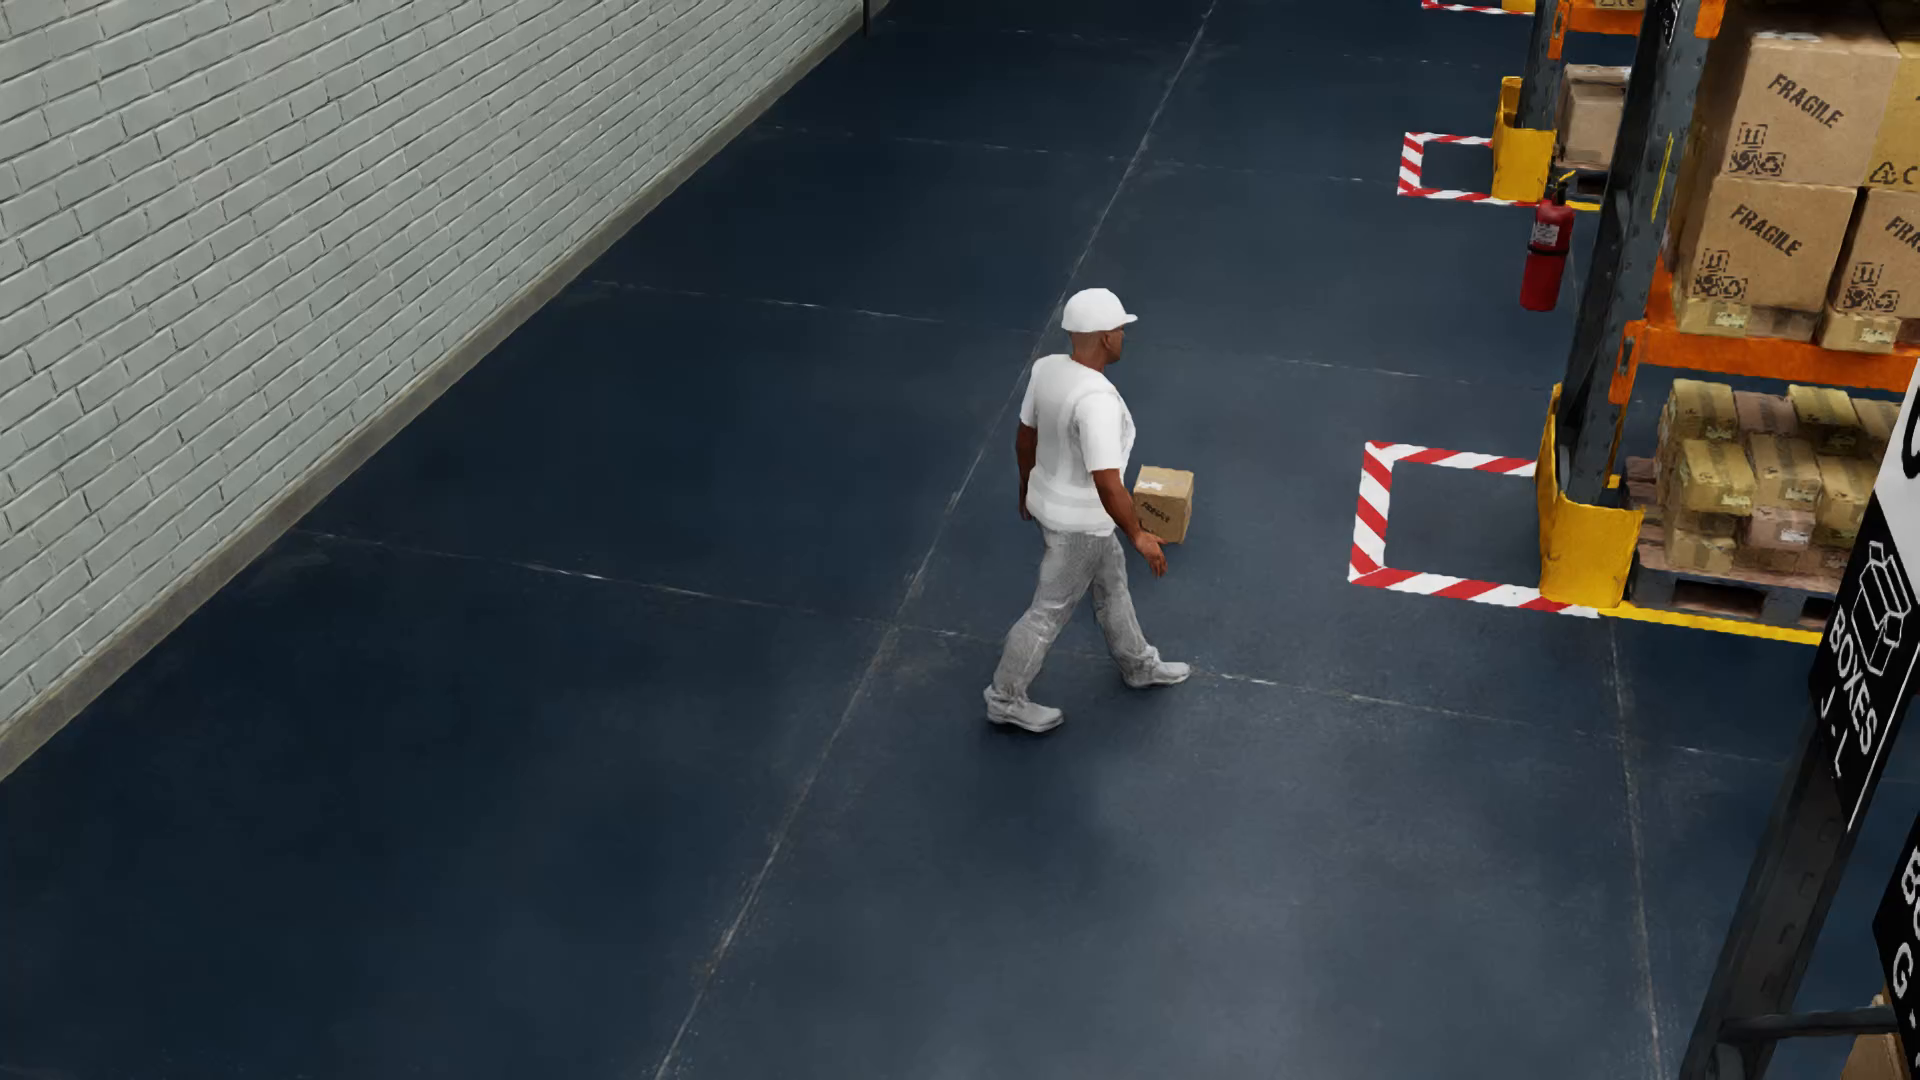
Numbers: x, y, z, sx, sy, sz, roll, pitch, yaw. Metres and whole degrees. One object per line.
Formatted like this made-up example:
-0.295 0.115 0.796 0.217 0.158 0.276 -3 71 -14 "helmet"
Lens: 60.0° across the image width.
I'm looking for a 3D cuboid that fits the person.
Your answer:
0.520 -0.096 6.314 0.916 1.738 0.725 -7 33 -10 "person"
